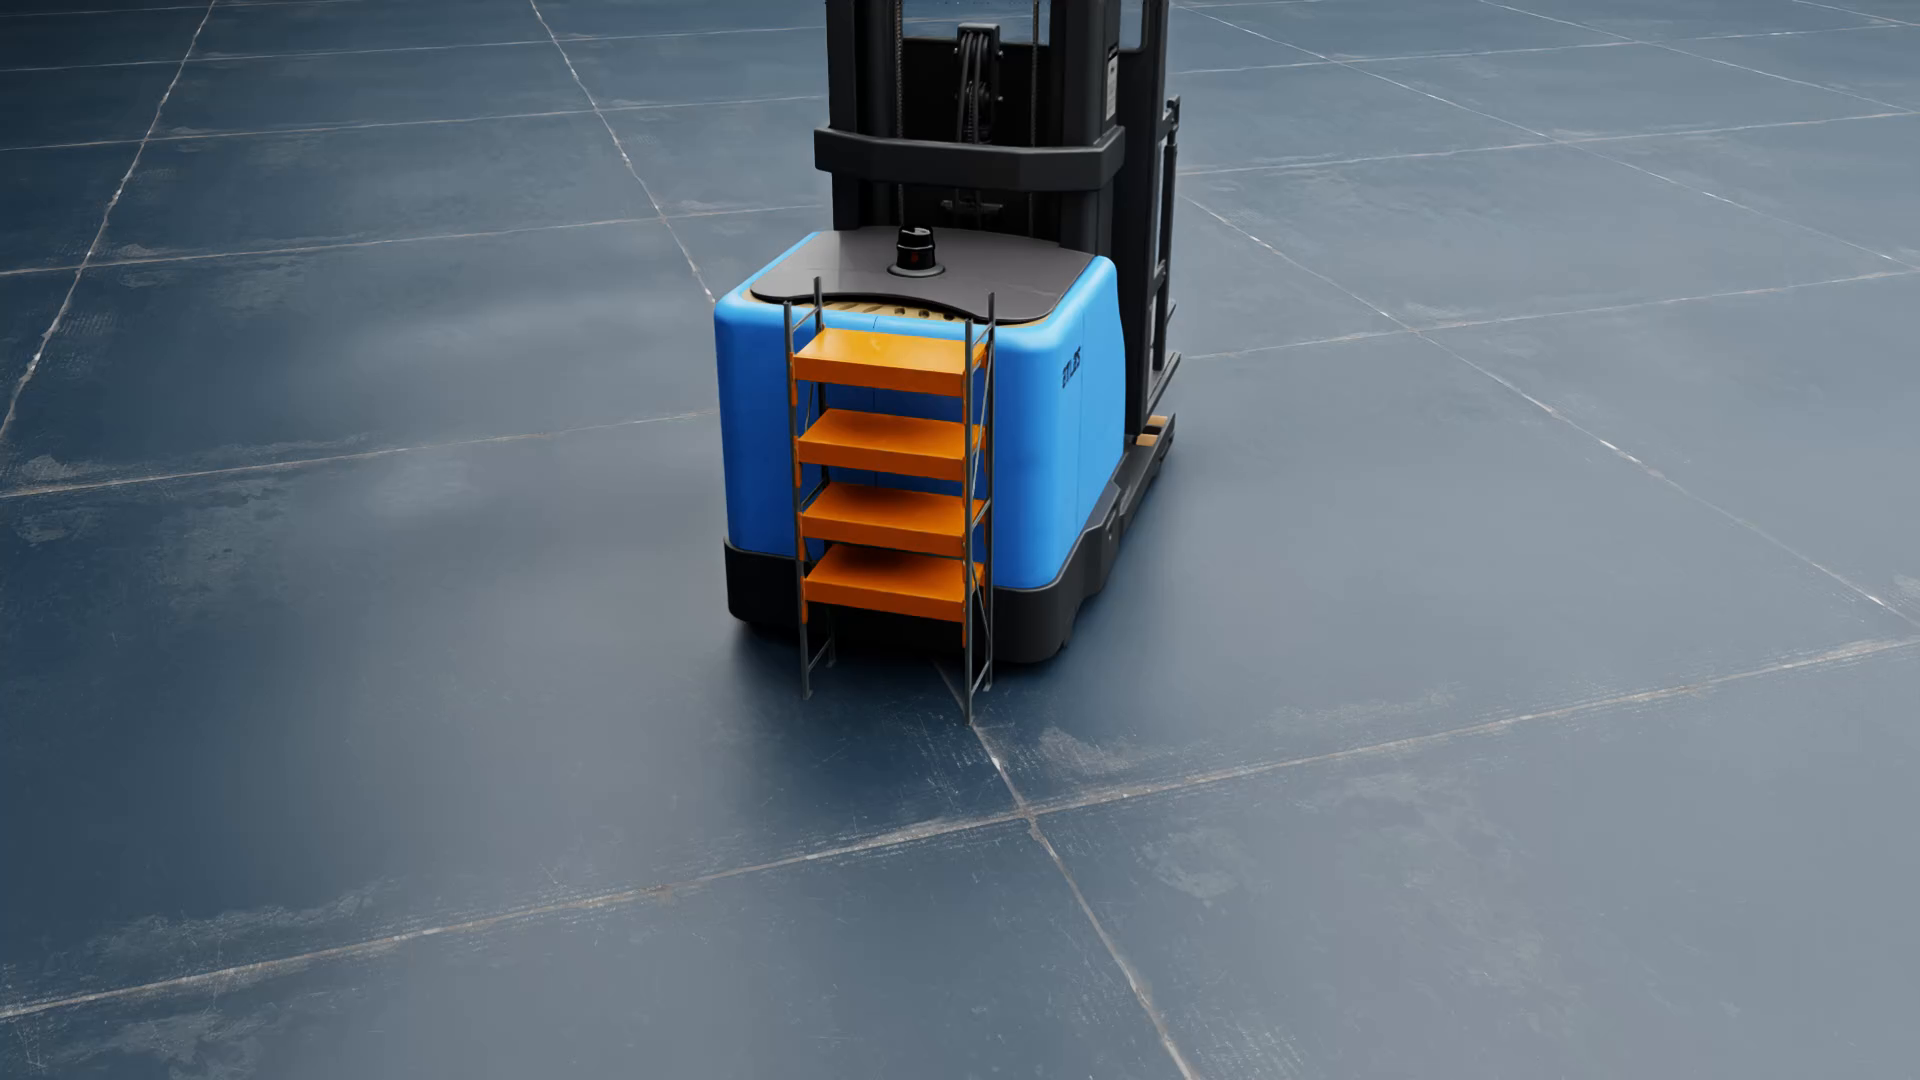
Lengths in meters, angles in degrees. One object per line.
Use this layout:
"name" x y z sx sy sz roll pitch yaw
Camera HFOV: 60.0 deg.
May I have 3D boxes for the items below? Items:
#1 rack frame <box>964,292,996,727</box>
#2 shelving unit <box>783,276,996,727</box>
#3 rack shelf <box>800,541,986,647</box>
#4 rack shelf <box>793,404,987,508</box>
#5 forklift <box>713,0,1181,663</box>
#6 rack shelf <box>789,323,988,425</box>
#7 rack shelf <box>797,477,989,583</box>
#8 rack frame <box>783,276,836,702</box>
"rack frame" 0.054 -0.061 4.524 0.015 1.200 0.240 7 27 15
"shelving unit" -0.181 -0.092 4.585 0.503 1.200 0.258 7 27 15
"rack shelf" -0.181 0.146 4.704 0.480 0.148 0.258 7 27 15
"rack shelf" -0.181 -0.232 4.516 0.480 0.148 0.258 7 27 15
"forklift" 0.196 -1.587 5.651 1.130 2.935 3.031 8 27 15
"rack shelf" -0.181 -0.444 4.411 0.480 0.148 0.258 7 27 15
"rack shelf" -0.181 -0.031 4.615 0.480 0.148 0.258 7 27 15
"rack frame" -0.415 -0.122 4.647 0.015 1.200 0.240 7 27 15
